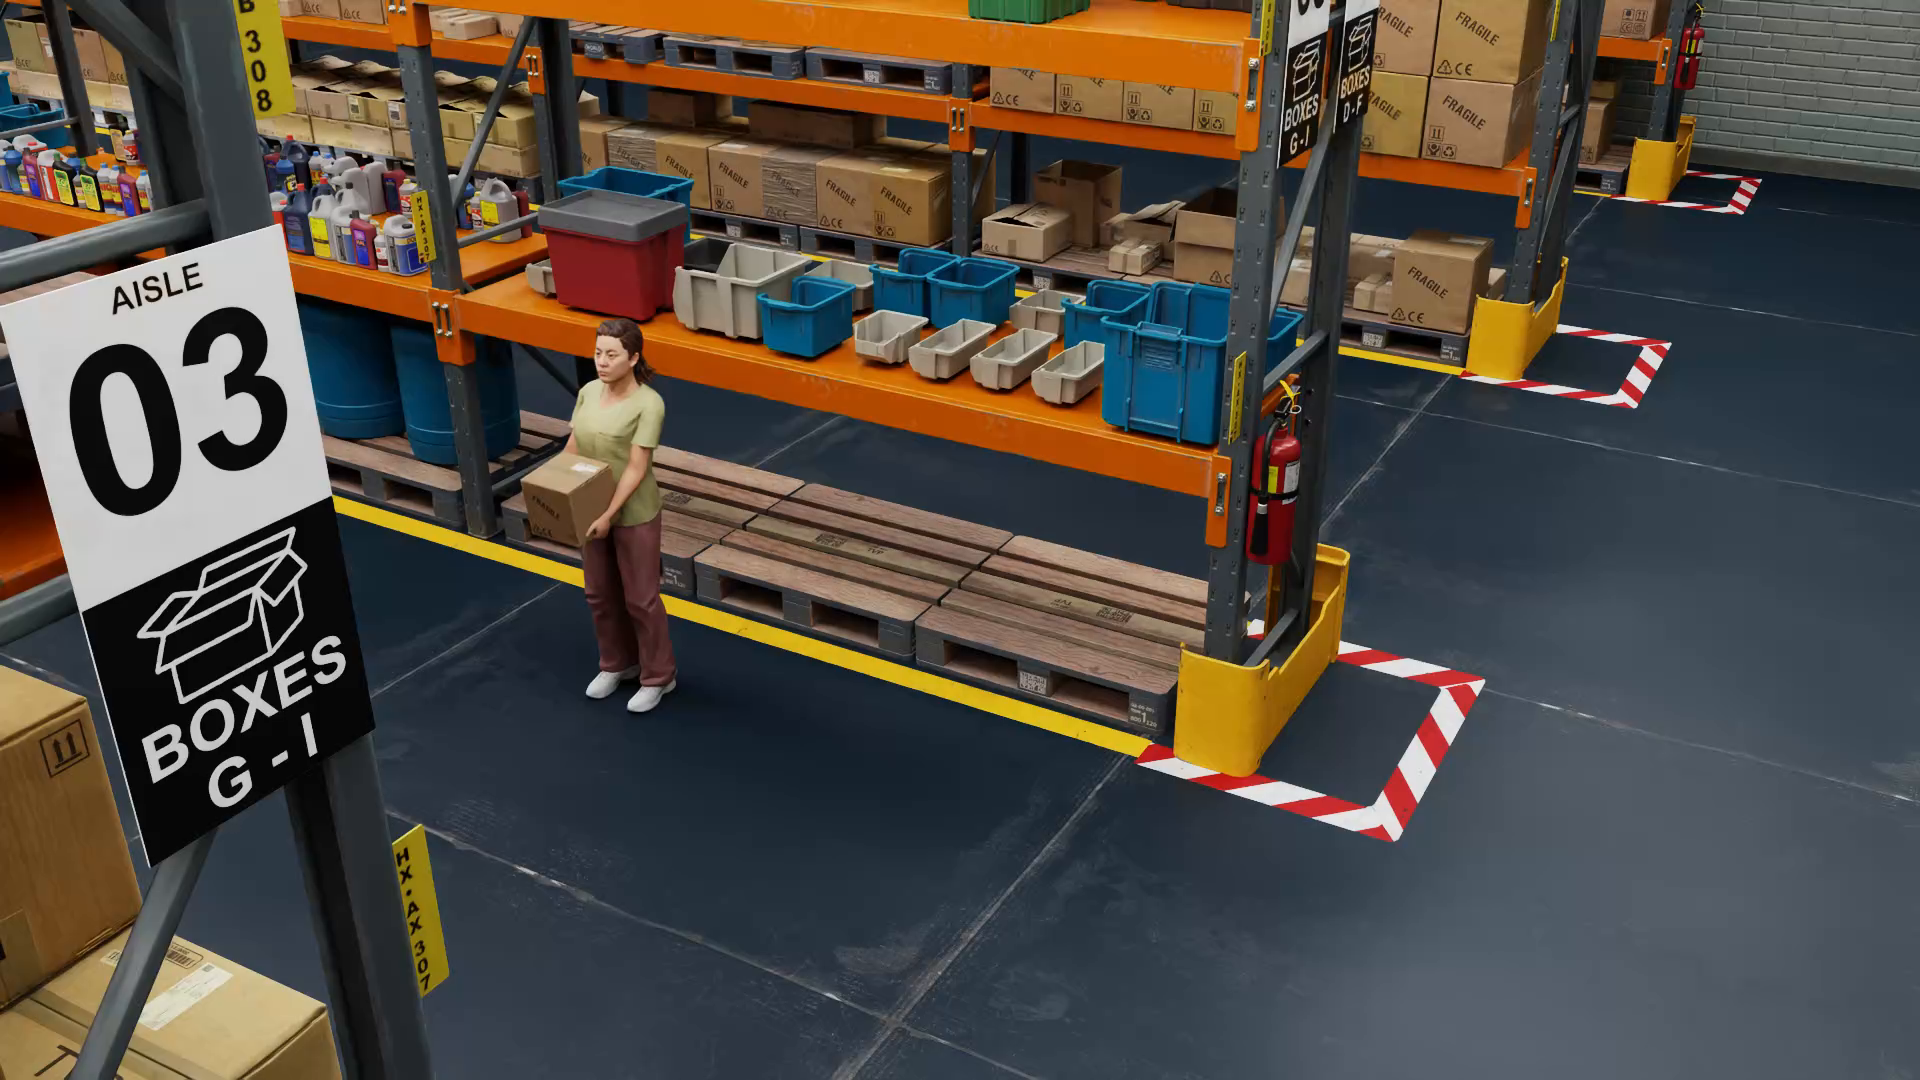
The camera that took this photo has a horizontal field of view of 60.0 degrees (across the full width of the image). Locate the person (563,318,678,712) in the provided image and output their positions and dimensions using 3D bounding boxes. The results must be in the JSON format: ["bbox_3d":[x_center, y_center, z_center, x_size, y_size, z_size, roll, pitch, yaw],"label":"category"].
[{"bbox_3d":[-1.422,-0.071,6.773,0.425,1.663,0.559,15,30,27],"label":"person"}]
